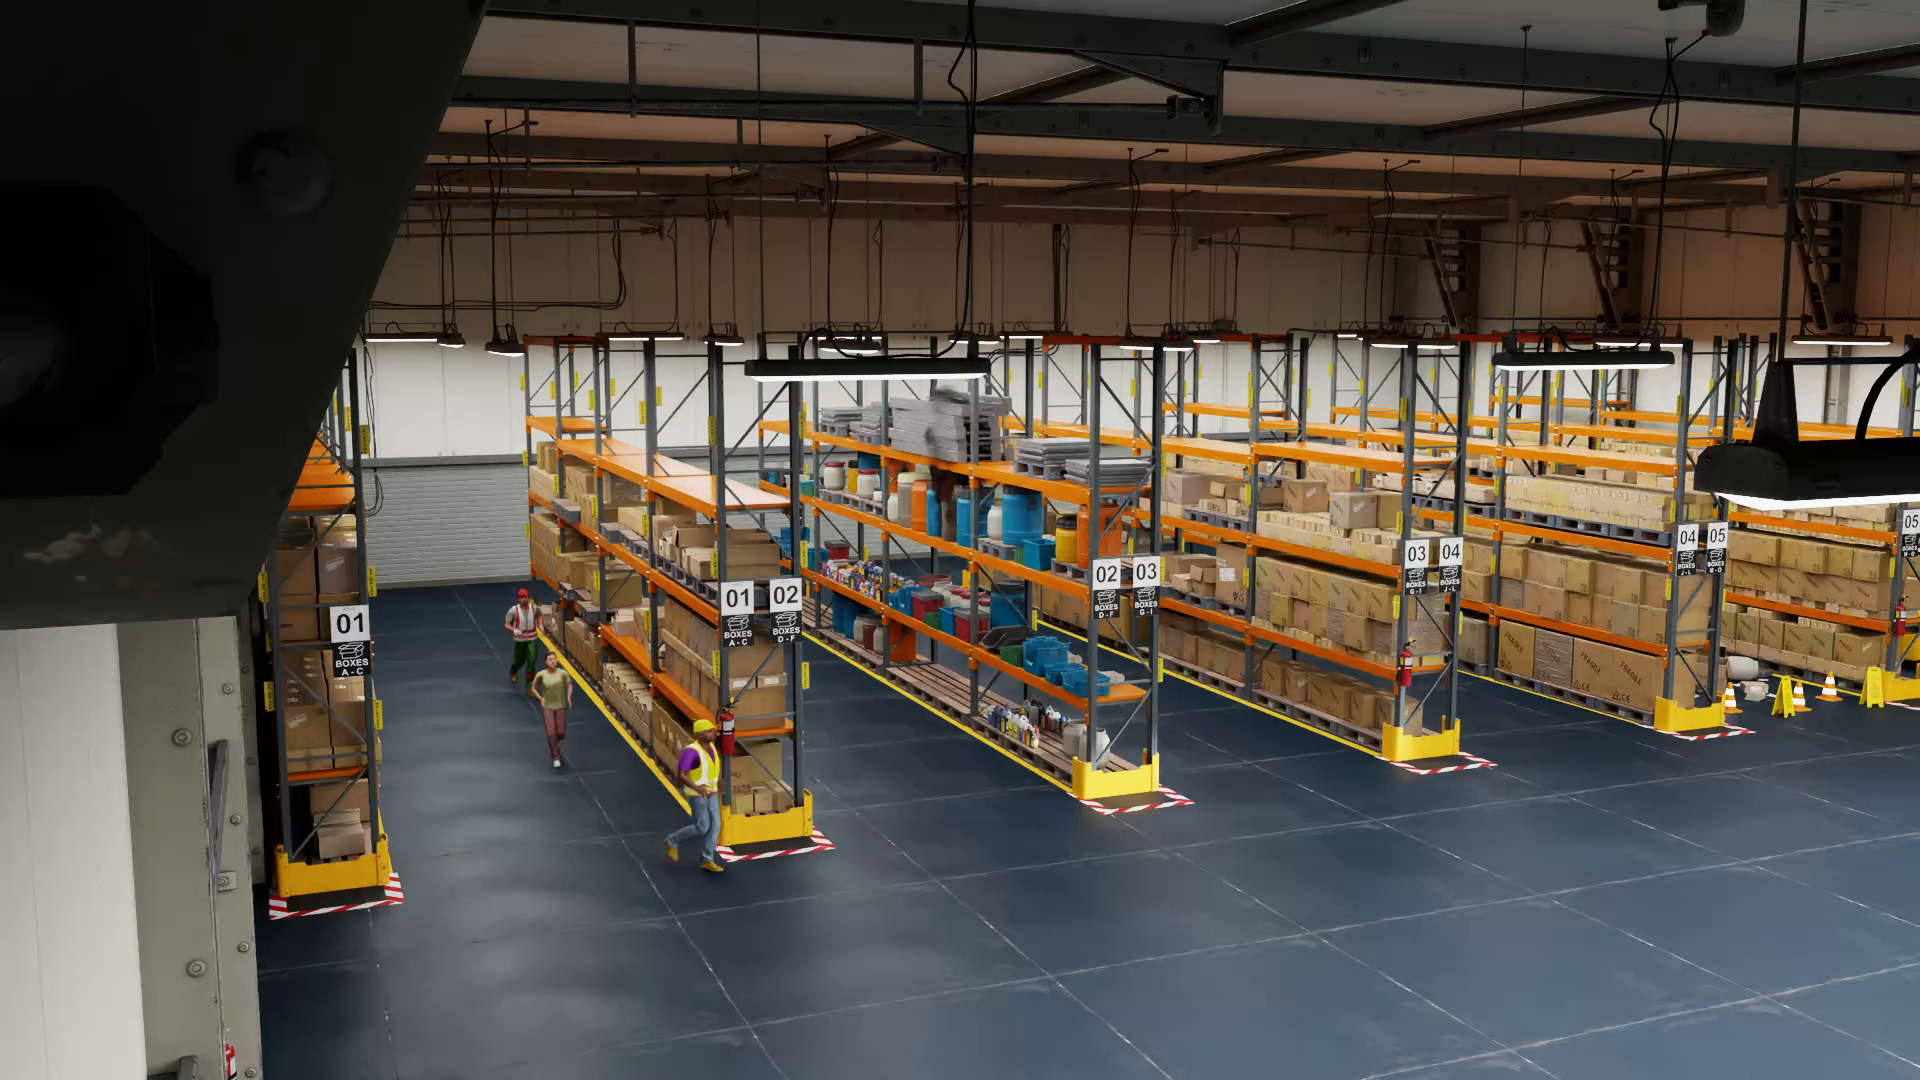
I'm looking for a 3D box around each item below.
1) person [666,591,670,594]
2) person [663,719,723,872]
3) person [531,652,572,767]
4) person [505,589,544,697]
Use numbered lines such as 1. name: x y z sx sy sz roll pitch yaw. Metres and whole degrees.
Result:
1. person: -5.528 1.188 32.804 0.589 1.671 0.746 -3 8 -24
2. person: -3.023 2.926 19.279 0.766 1.737 0.743 3 8 21
3. person: -5.815 2.387 23.741 0.581 1.633 0.599 -3 8 -20
4. person: -7.390 1.704 28.246 0.667 1.786 0.956 -4 8 -25
